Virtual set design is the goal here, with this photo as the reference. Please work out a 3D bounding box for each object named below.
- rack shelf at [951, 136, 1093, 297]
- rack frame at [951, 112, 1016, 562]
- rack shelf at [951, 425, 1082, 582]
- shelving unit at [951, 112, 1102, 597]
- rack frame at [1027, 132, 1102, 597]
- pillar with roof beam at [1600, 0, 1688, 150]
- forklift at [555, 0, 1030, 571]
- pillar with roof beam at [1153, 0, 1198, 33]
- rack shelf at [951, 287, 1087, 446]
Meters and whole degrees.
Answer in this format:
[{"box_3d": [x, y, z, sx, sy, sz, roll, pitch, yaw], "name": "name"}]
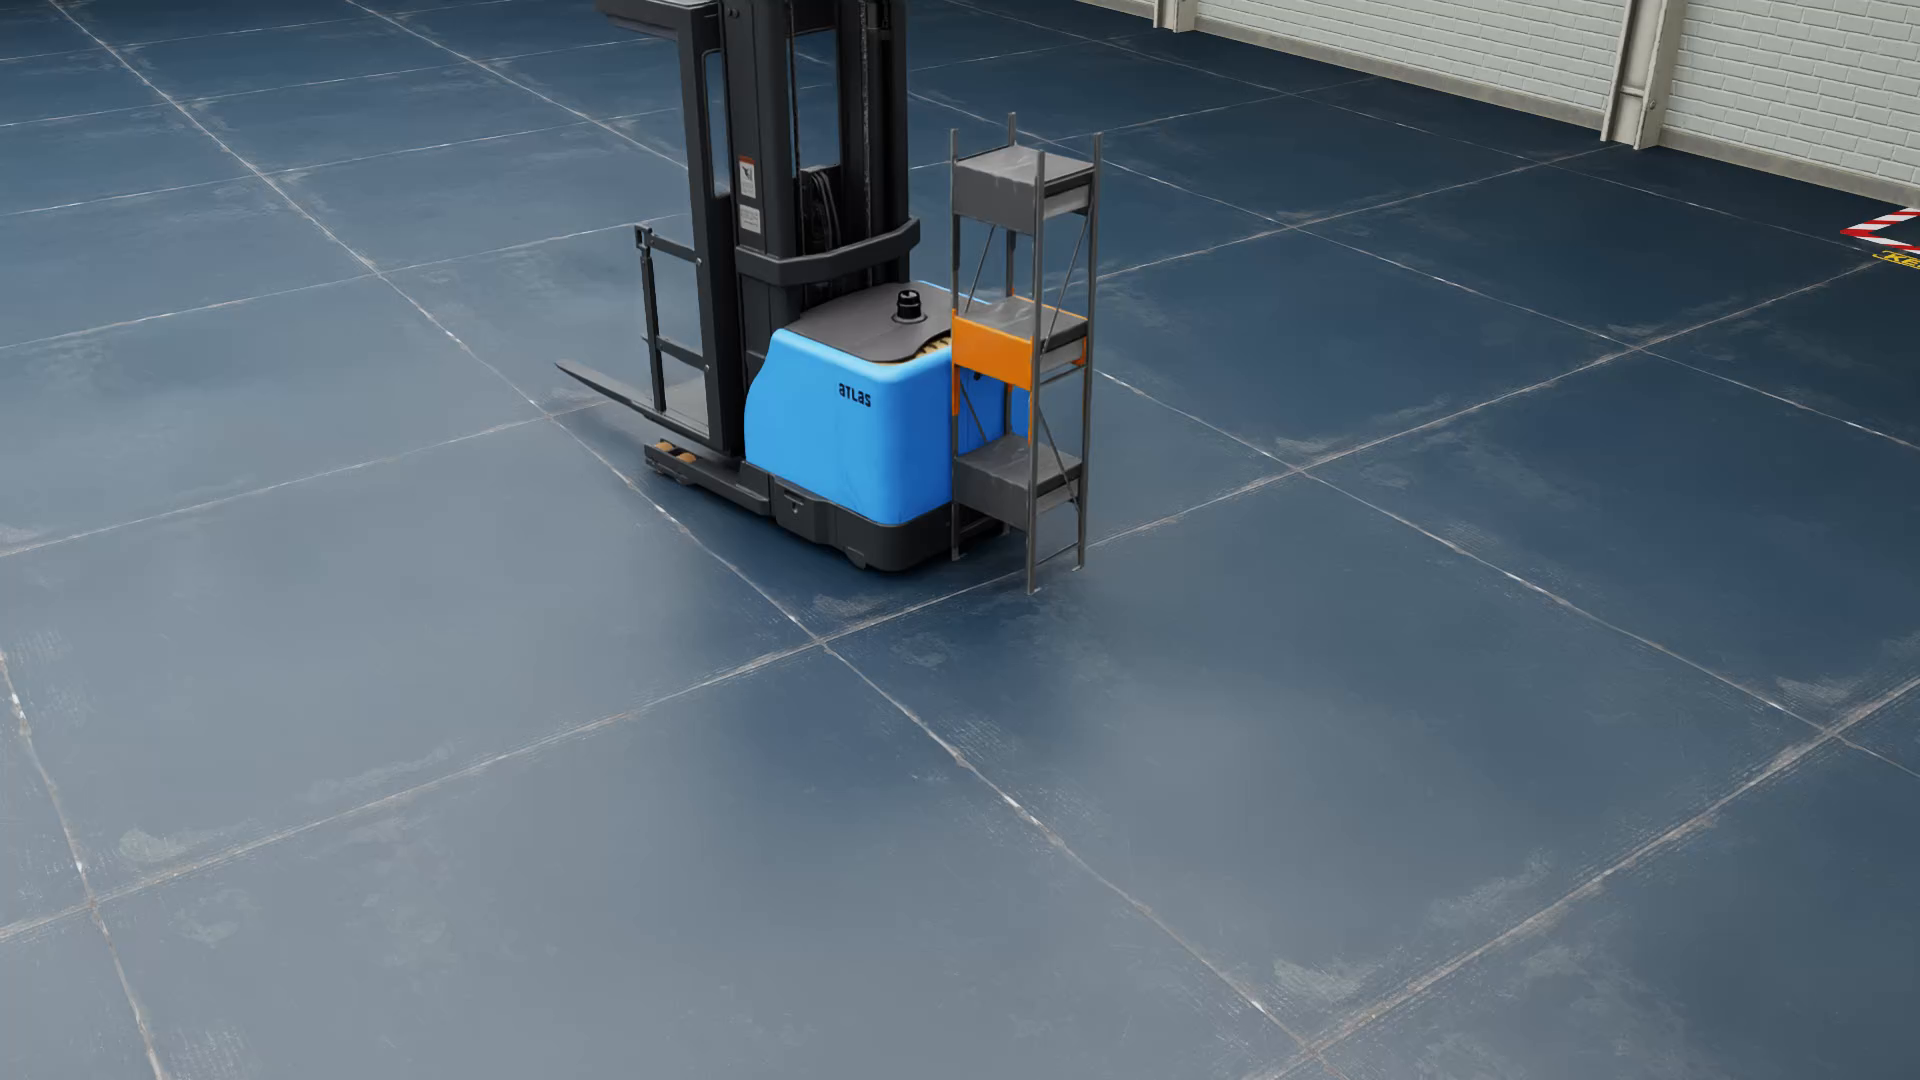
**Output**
[{"box_3d": [0.280, -1.410, 7.207, 0.480, 0.518, 0.431, 24, 37, 37], "name": "rack shelf"}, {"box_3d": [0.103, -0.887, 7.683, 0.015, 2.100, 0.400, 24, 37, 37], "name": "rack frame"}, {"box_3d": [0.280, -0.179, 7.876, 0.480, 0.518, 0.431, 24, 37, 37], "name": "rack shelf"}, {"box_3d": [0.280, -0.807, 7.535, 0.503, 2.100, 0.431, 24, 37, 37], "name": "shelving unit"}, {"box_3d": [0.456, -0.726, 7.387, 0.015, 2.100, 0.400, 24, 37, 37], "name": "rack frame"}, {"box_3d": [2.431, -6.292, 10.406, 9.100, 9.000, 0.400, -19, 34, -31], "name": "pillar with roof beam"}, {"box_3d": [-1.042, -1.738, 8.379, 3.031, 2.935, 1.130, 25, 37, 38], "name": "forklift"}, {"box_3d": [-1.050, -8.624, 14.701, 9.100, 9.000, 0.400, -19, 34, -31], "name": "pillar with roof beam"}, {"box_3d": [0.280, -0.795, 7.542, 0.480, 0.518, 0.431, 24, 37, 37], "name": "rack shelf"}]
